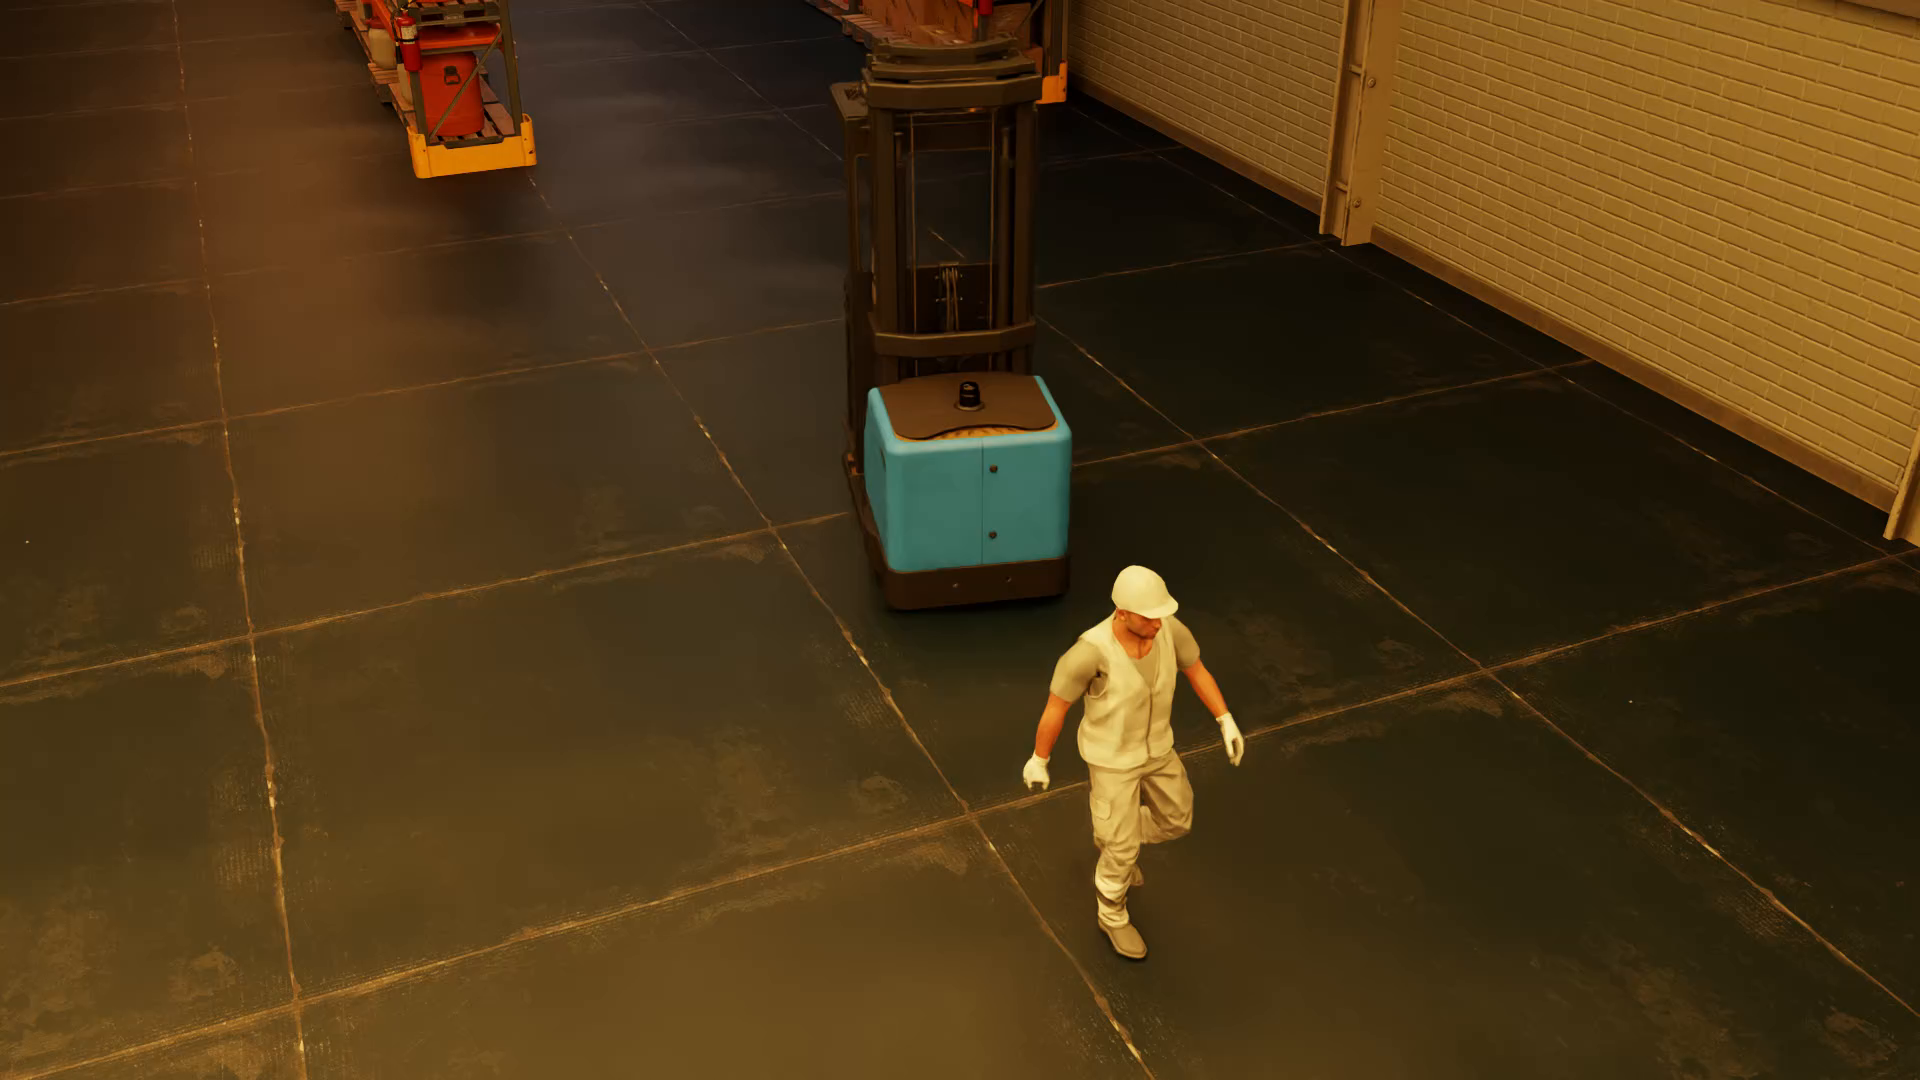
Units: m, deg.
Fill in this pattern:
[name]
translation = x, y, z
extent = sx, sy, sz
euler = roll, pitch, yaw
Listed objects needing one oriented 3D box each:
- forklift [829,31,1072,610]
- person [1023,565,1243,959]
[forklift]
translation = -0.153, -1.598, 9.915
extent = 1.130, 2.935, 3.031
euler = -5, 30, -9
[person]
translation = 0.683, 0.862, 6.785
extent = 0.812, 1.766, 0.590
euler = -19, 35, -30
